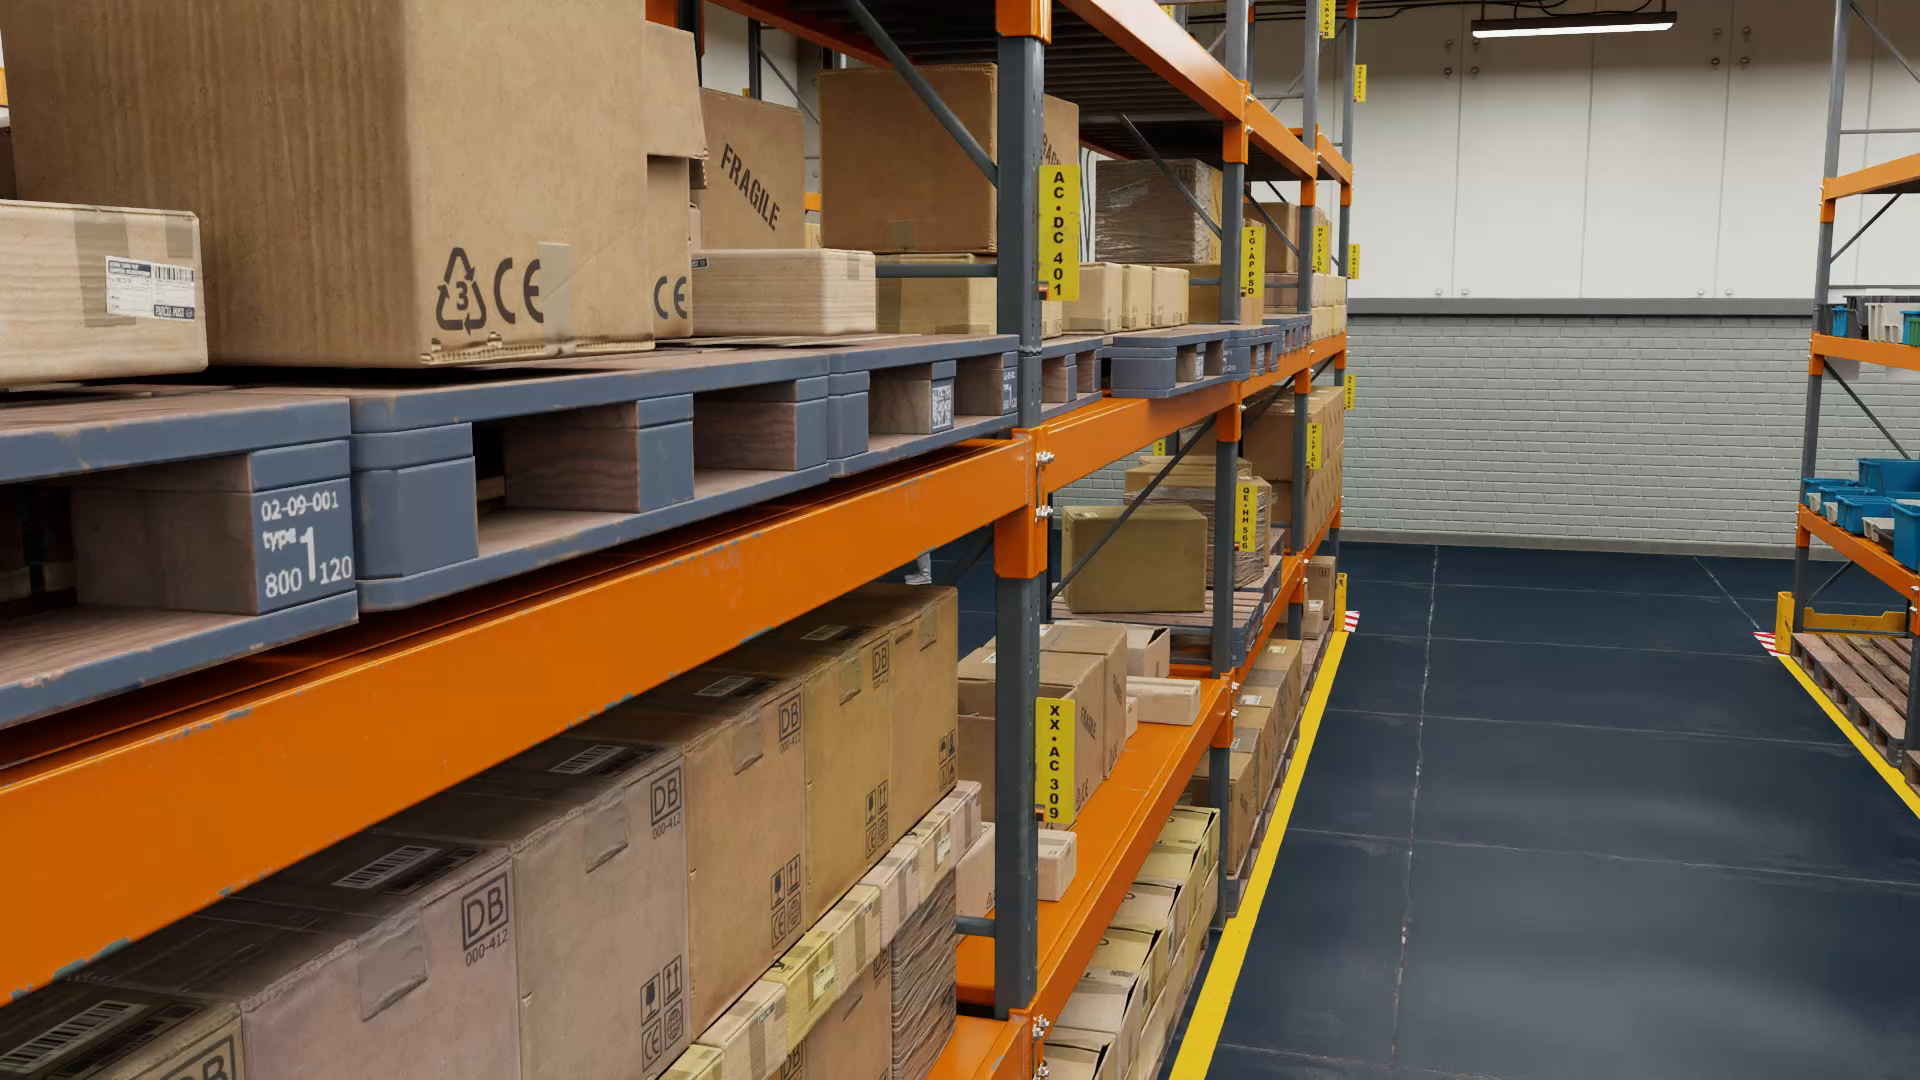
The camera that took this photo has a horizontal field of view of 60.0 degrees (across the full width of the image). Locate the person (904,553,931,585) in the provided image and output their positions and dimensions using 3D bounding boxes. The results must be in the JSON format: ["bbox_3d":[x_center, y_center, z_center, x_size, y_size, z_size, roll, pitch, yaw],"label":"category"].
[{"bbox_3d":[-0.445,-0.357,18.177,0.385,1.680,0.502,0,8,-3],"label":"person"}]
